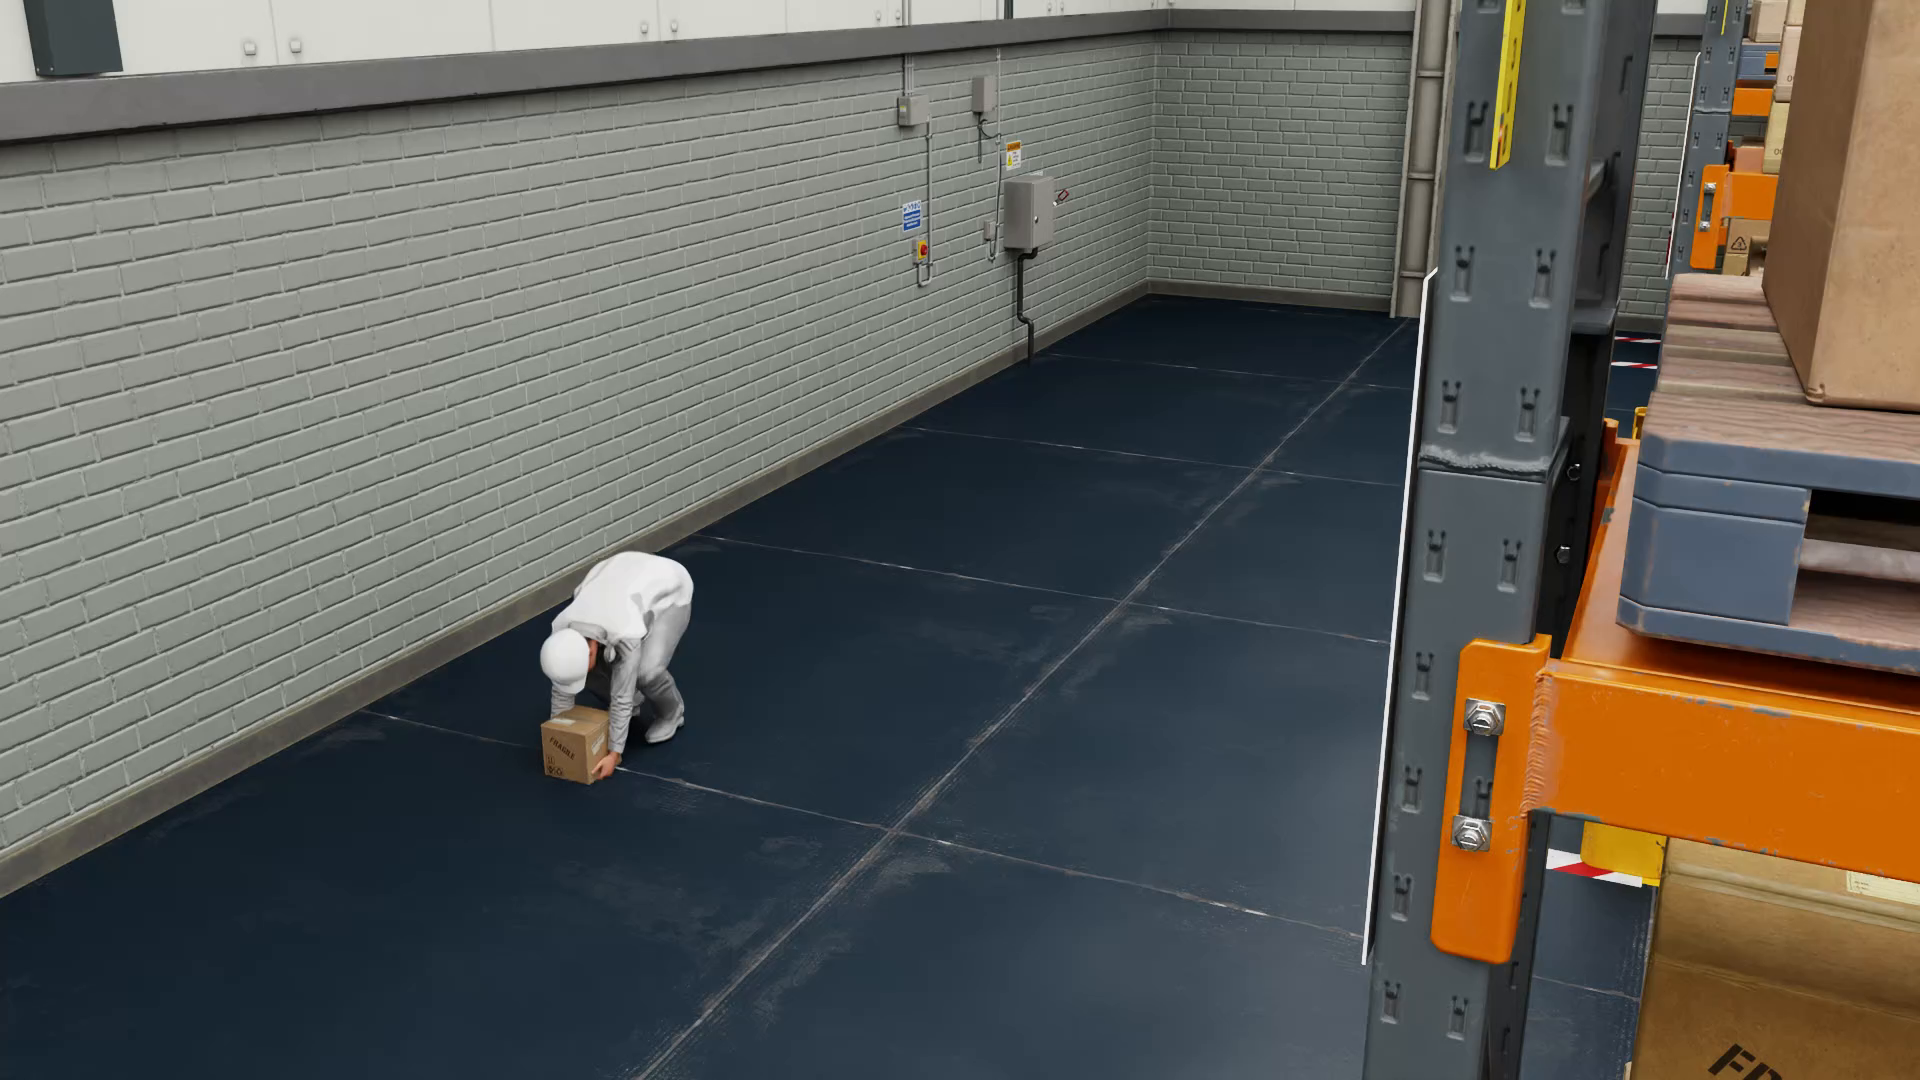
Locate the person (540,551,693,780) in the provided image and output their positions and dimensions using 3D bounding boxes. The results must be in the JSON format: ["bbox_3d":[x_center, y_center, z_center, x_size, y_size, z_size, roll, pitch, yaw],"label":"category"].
[{"bbox_3d":[-1.614,0.563,7.777,0.520,0.896,1.003,7,20,21],"label":"person"}]
